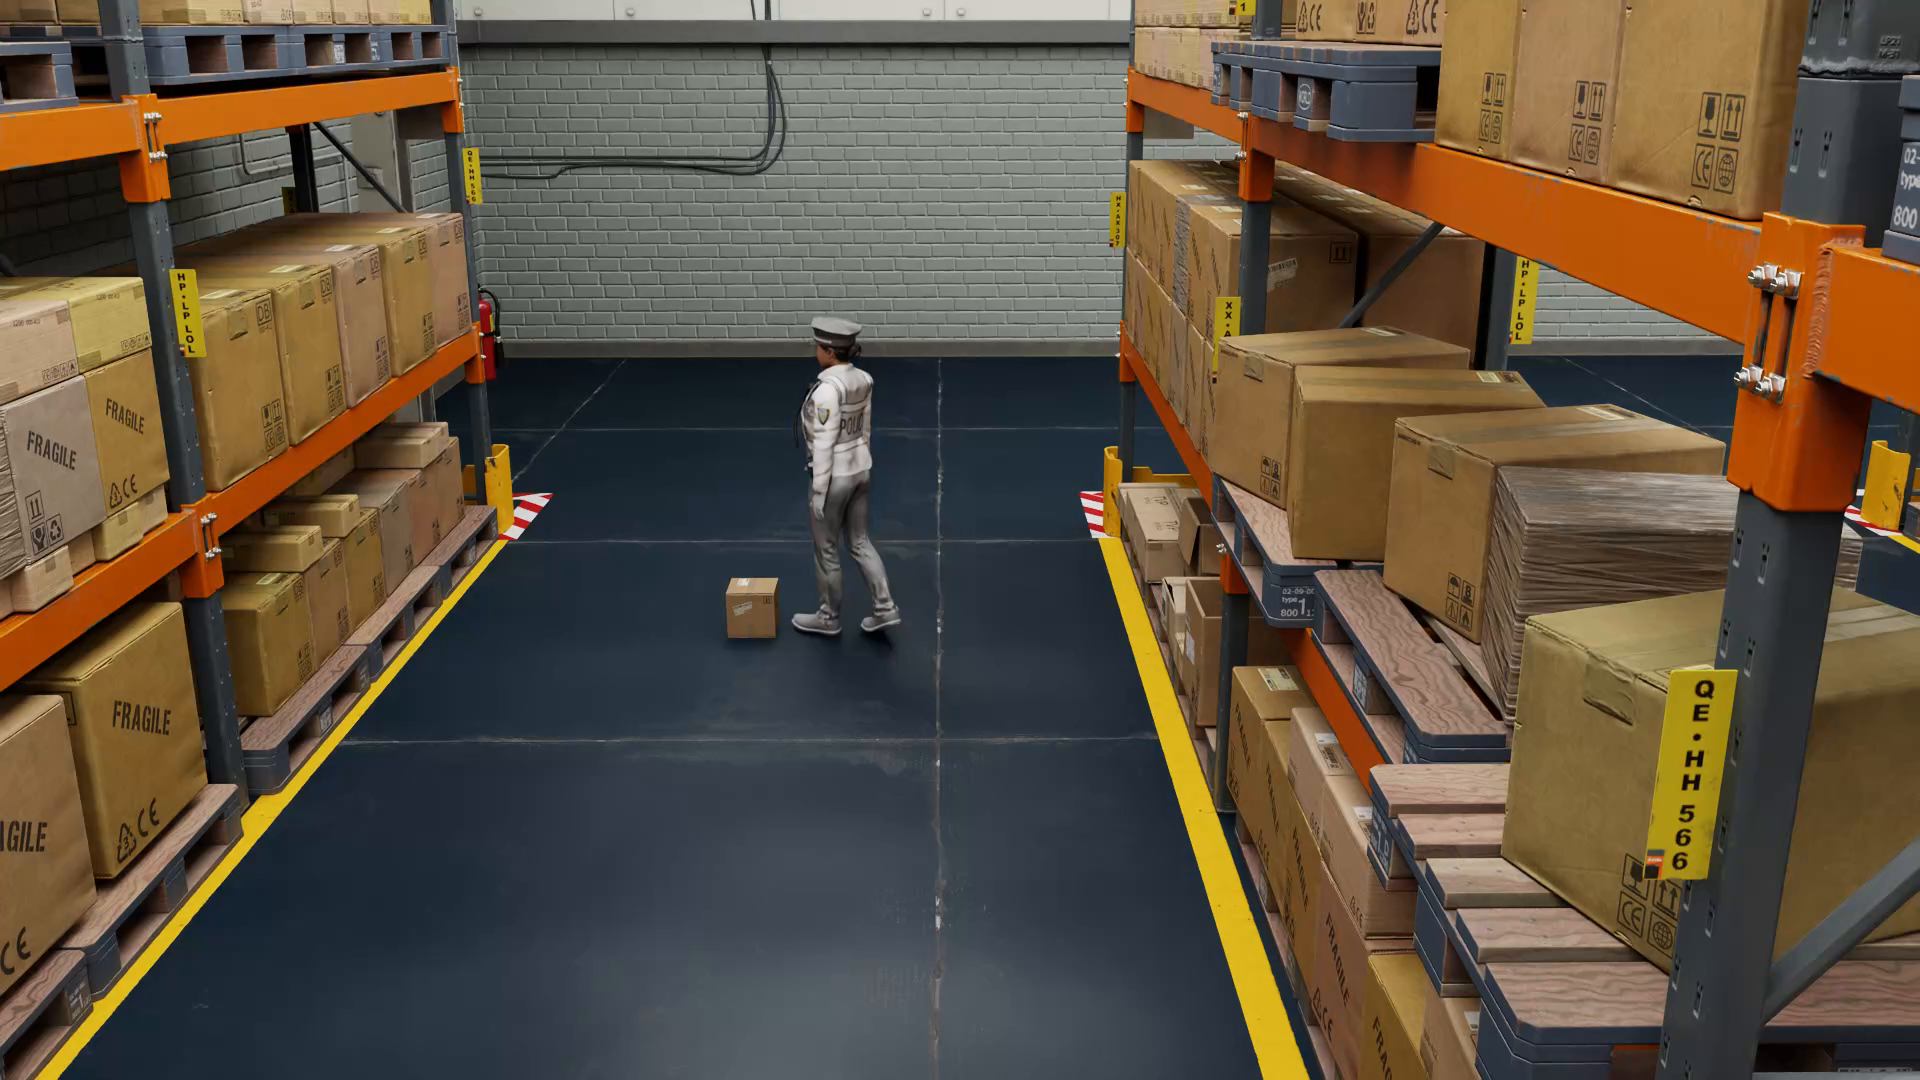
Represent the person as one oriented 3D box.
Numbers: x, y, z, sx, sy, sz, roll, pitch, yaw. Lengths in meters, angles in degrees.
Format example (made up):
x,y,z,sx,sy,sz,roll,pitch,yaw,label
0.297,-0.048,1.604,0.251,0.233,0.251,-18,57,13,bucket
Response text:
x,y,z,sx,sy,sz,roll,pitch,yaw,label
-0.607,-0.303,8.463,0.613,1.665,0.500,9,20,28,person
